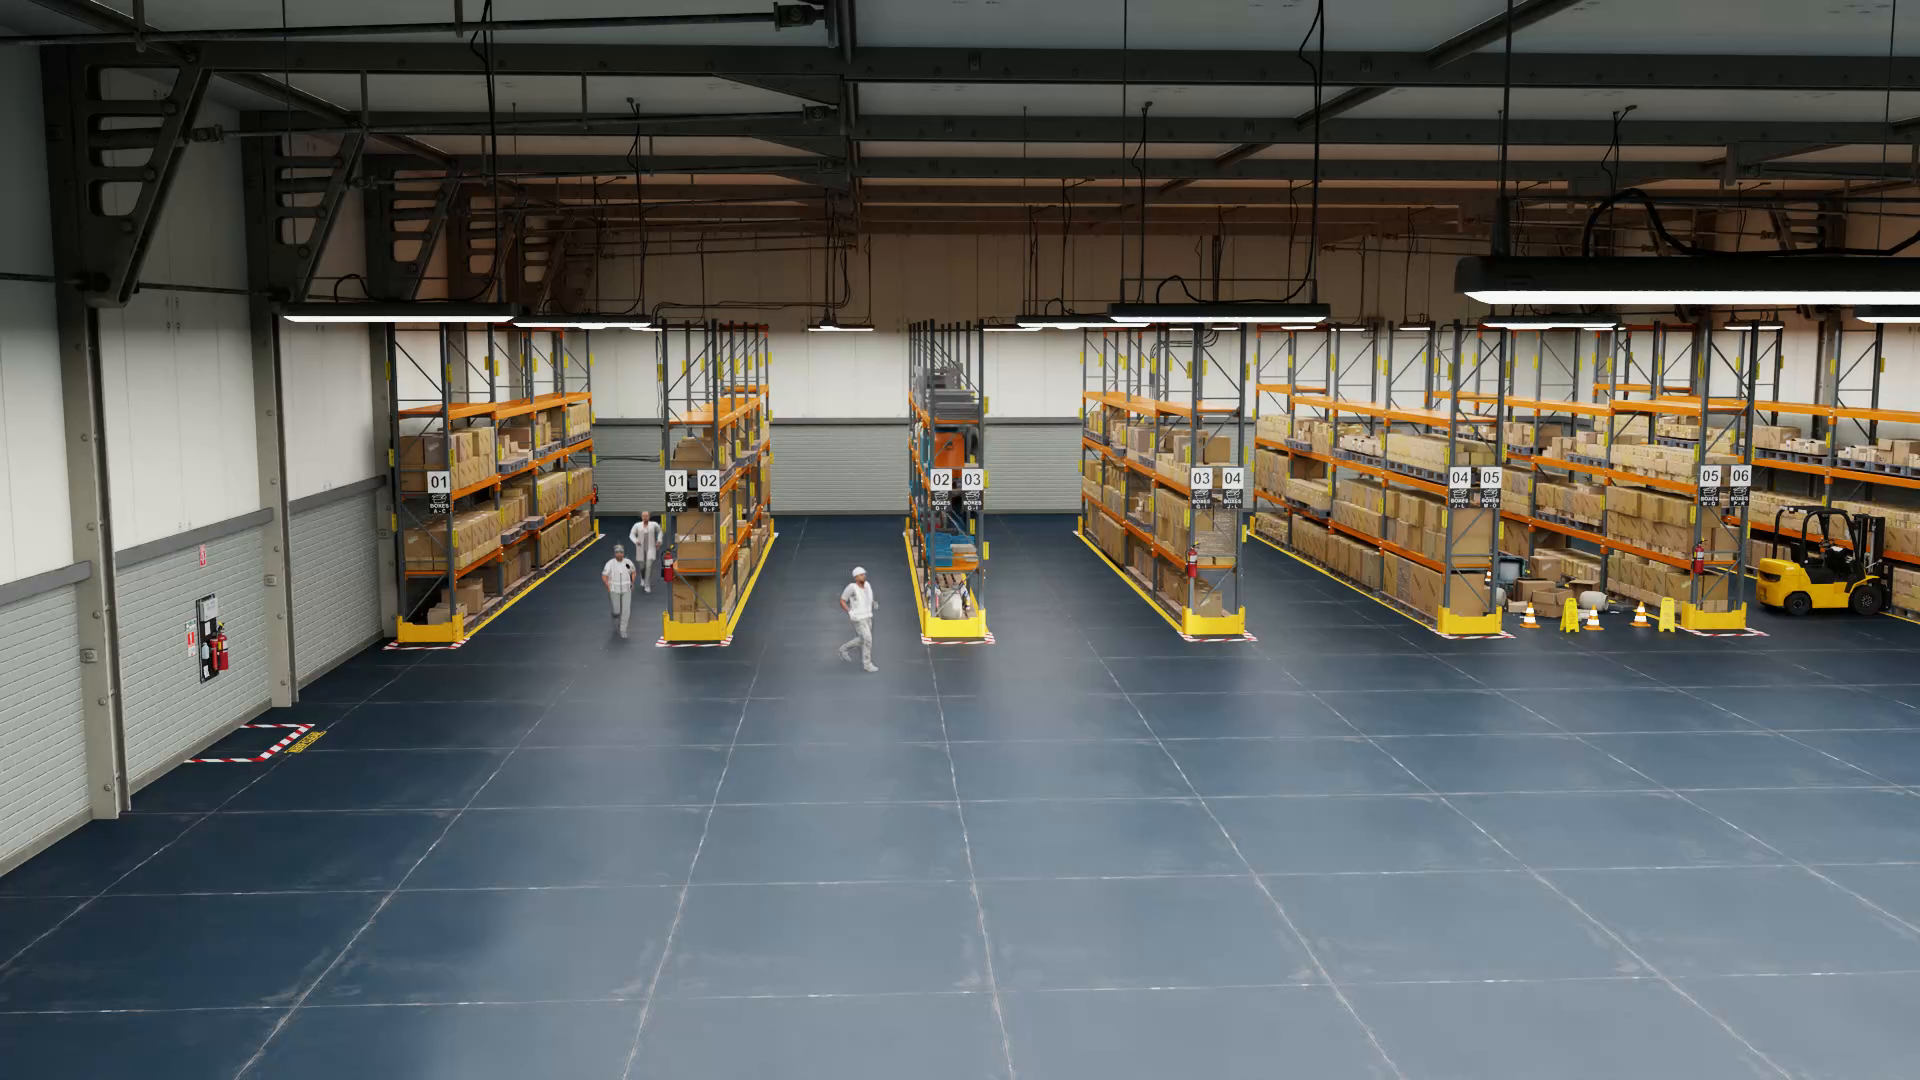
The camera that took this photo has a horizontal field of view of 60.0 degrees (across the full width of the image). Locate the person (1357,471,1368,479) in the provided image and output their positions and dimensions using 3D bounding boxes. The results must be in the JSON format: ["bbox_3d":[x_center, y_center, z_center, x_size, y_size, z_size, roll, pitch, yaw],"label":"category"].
[{"bbox_3d":[12.041,-1.275,49.481,0.928,1.811,0.604,0,7,-2],"label":"person"}]

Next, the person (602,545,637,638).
[{"bbox_3d":[-6.486,0.956,31.766,0.663,1.756,0.733,-2,7,-18],"label":"person"}]

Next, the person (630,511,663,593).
[{"bbox_3d":[-7.038,0.238,37.352,0.736,1.789,0.898,-1,7,-7],"label":"person"}]

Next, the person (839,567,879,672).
[{"bbox_3d":[-1.728,1.341,28.481,0.837,1.779,0.673,4,8,32],"label":"person"}]
